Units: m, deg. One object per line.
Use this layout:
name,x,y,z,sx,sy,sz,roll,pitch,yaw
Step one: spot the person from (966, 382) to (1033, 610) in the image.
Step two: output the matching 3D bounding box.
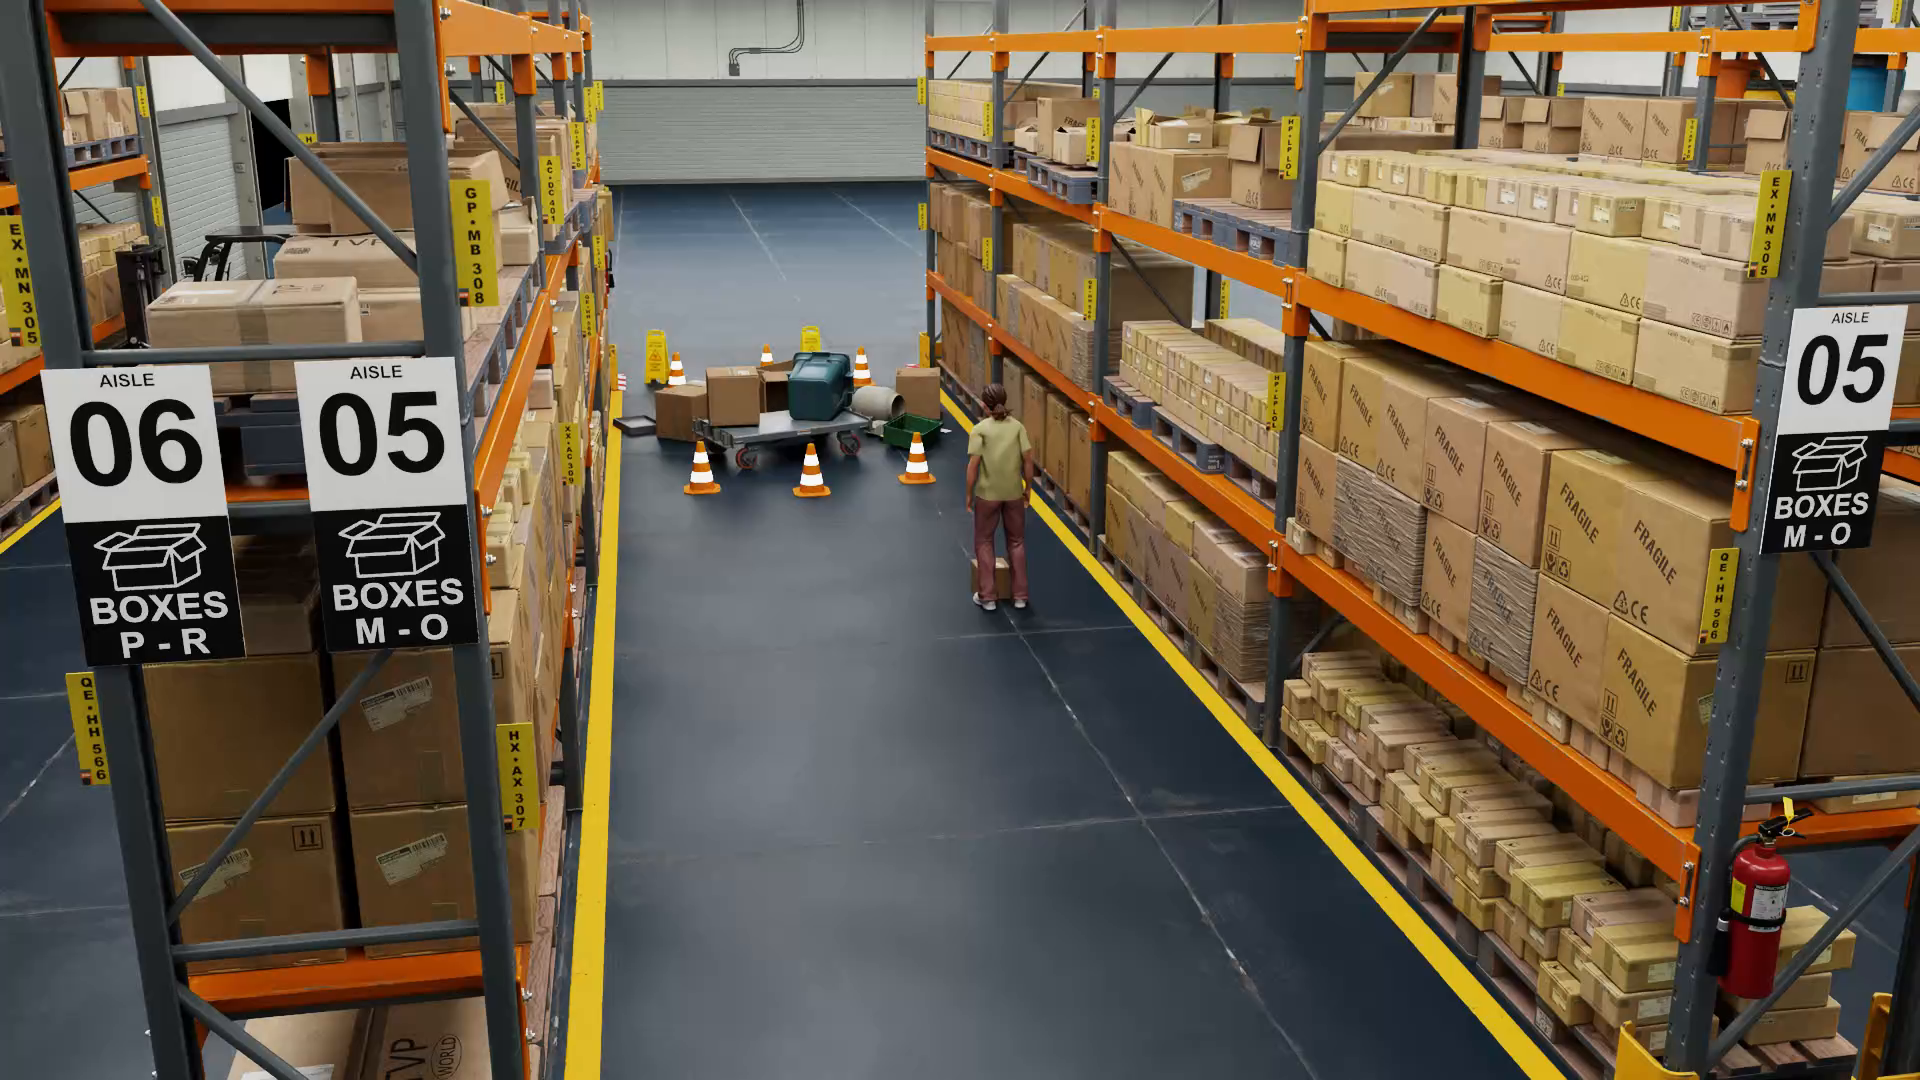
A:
person,0.282,-0.307,12.119,0.517,1.651,0.363,-4,17,-14
